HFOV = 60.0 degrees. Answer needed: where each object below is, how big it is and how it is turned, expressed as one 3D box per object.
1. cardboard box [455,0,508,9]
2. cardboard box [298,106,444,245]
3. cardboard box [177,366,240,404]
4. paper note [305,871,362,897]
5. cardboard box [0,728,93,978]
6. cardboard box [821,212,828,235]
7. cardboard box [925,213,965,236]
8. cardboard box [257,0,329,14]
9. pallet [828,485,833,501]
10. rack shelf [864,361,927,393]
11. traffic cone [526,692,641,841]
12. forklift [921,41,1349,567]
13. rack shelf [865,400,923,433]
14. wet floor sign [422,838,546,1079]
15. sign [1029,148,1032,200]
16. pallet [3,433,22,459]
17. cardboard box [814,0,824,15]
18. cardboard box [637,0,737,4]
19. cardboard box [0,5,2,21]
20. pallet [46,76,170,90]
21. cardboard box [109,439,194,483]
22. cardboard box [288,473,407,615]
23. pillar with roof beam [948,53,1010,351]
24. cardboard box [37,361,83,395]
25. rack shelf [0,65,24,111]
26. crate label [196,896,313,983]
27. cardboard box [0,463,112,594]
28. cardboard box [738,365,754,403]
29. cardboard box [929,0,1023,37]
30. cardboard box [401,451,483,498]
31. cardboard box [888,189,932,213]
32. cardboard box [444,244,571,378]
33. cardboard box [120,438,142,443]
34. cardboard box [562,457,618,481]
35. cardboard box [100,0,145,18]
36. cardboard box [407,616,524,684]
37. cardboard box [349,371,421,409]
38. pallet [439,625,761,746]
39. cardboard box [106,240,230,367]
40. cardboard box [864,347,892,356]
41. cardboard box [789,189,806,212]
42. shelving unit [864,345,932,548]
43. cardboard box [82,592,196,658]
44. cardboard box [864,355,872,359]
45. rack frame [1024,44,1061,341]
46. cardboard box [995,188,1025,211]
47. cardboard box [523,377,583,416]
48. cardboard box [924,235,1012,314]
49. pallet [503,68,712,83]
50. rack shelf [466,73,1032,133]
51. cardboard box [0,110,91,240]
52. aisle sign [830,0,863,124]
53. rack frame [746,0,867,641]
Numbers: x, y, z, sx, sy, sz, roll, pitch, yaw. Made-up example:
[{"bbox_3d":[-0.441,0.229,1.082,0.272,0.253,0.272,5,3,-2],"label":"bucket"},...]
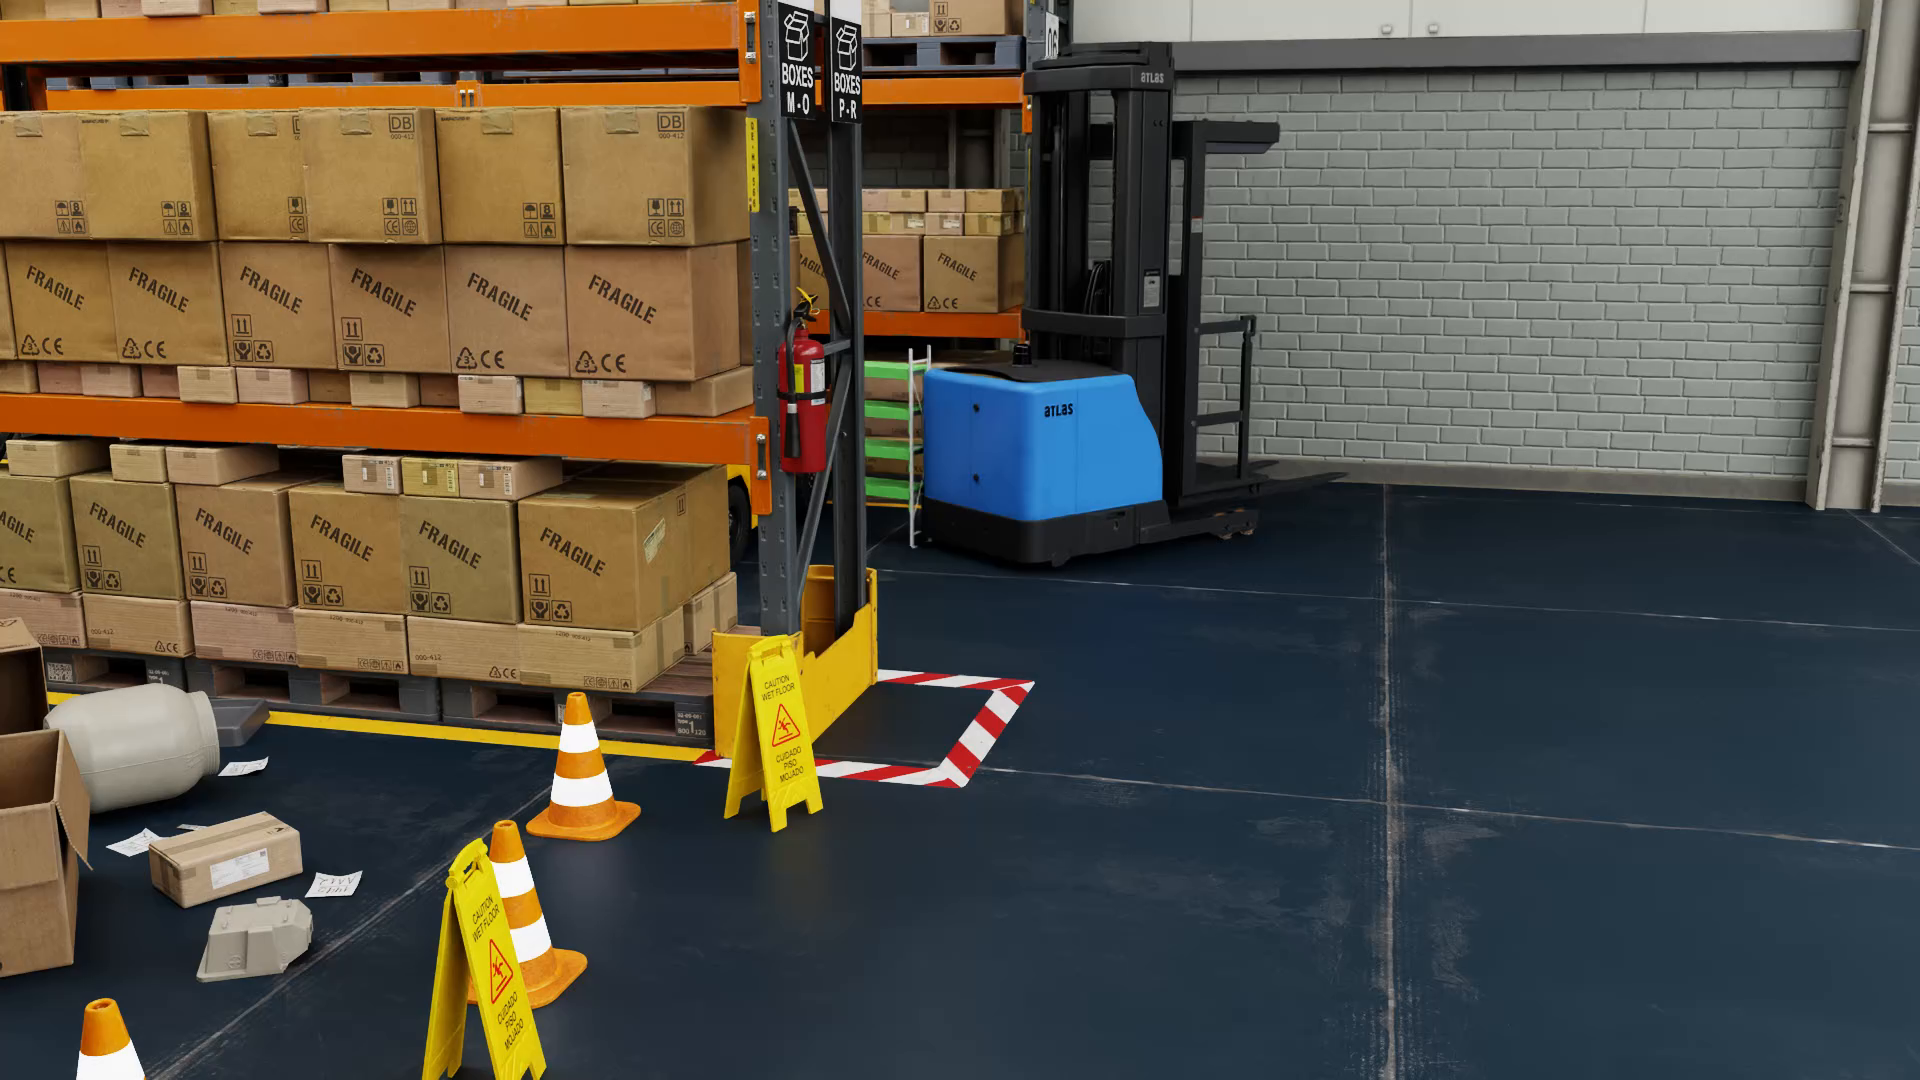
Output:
[{"bbox_3d":[-1.729,-2.088,6.372,0.250,0.149,0.380,3,13,14],"label":"cardboard box"},{"bbox_3d":[-2.144,-1.427,6.516,0.500,0.500,0.700,3,13,13],"label":"cardboard box"},{"bbox_3d":[-3.001,-0.665,6.885,0.250,0.149,0.380,3,13,14],"label":"cardboard box"},{"bbox_3d":[-1.981,1.087,5.264,0.142,0.019,0.148,-1,13,-6],"label":"paper note"},{"bbox_3d":[-2.898,0.928,4.890,0.637,0.503,0.797,-6,14,-25],"label":"cardboard box"},{"bbox_3d":[-0.805,-2.153,11.285,0.250,0.149,0.380,3,13,12],"label":"cardboard box"},{"bbox_3d":[-0.060,-2.108,11.080,0.250,0.149,0.380,3,13,14],"label":"cardboard box"},{"bbox_3d":[-2.502,-2.104,6.446,0.250,0.149,0.380,3,13,13],"label":"cardboard box"},{"bbox_3d":[-1.334,-0.509,12.042,1.213,0.211,1.003,3,13,14],"label":"pallet"},{"bbox_3d":[-0.451,-0.989,10.002,0.480,0.148,0.258,7,14,28],"label":"rack shelf"},{"bbox_3d":[-1.313,0.755,5.761,0.334,0.463,0.336,3,13,14],"label":"traffic cone"},{"bbox_3d":[1.235,-1.513,10.286,3.031,2.935,1.130,-10,16,-37],"label":"forklift"},{"bbox_3d":[-0.451,-0.755,10.054,0.480,0.148,0.258,7,14,28],"label":"rack shelf"},{"bbox_3d":[-1.172,1.049,4.017,0.232,0.644,0.267,1,13,4],"label":"wet floor sign"},{"bbox_3d":[0.456,-2.344,10.651,0.005,0.325,0.100,3,13,14],"label":"sign"},{"bbox_3d":[-7.884,-0.877,13.697,1.213,0.211,1.003,3,13,14],"label":"pallet"},{"bbox_3d":[-0.859,-3.589,11.128,0.500,0.500,0.700,3,13,14],"label":"cardboard box"},{"bbox_3d":[-1.000,-2.033,6.129,0.250,0.149,0.380,3,13,14],"label":"cardboard box"},{"bbox_3d":[-3.986,-2.188,6.824,0.250,0.149,0.380,3,13,14],"label":"cardboard box"},{"bbox_3d":[-6.487,-3.547,12.806,1.003,0.211,1.213,4,13,16],"label":"pallet"},{"bbox_3d":[-3.355,-0.352,7.046,0.250,0.149,0.380,4,13,16],"label":"cardboard box"},{"bbox_3d":[-2.422,-0.002,6.963,0.500,0.500,0.500,3,13,12],"label":"cardboard box"},{"bbox_3d":[-0.892,-4.025,7.600,0.400,9.000,9.100,3,13,14],"label":"pillar with roof beam"},{"bbox_3d":[-3.718,-0.724,7.150,0.250,0.149,0.380,3,13,13],"label":"cardboard box"},{"bbox_3d":[-6.412,-2.157,7.764,4.000,0.370,1.077,3,13,14],"label":"rack shelf"},{"bbox_3d":[-2.027,1.138,4.789,0.298,0.136,0.250,-4,13,-16],"label":"crate label"},{"bbox_3d":[-3.962,-0.081,7.321,0.500,0.500,0.500,4,13,16],"label":"cardboard box"},{"bbox_3d":[-0.867,-0.671,6.911,0.250,0.149,0.380,3,13,14],"label":"cardboard box"},{"bbox_3d":[0.111,-3.515,10.794,0.500,0.500,0.500,3,13,15],"label":"cardboard box"},{"bbox_3d":[-2.042,-0.283,6.733,0.250,0.149,0.380,3,13,14],"label":"cardboard box"},{"bbox_3d":[-0.306,-2.275,11.148,0.250,0.149,0.380,3,13,15],"label":"cardboard box"},{"bbox_3d":[-1.664,-0.923,6.552,0.500,0.500,0.500,3,13,14],"label":"cardboard box"},{"bbox_3d":[-3.831,-0.194,7.831,0.500,0.500,0.500,3,13,13],"label":"cardboard box"},{"bbox_3d":[-1.835,-0.088,7.353,0.500,0.500,0.500,3,13,11],"label":"cardboard box"},{"bbox_3d":[-3.228,-2.161,6.704,0.250,0.149,0.380,3,13,12],"label":"cardboard box"},{"bbox_3d":[-1.937,0.391,6.923,0.500,0.250,0.500,3,13,14],"label":"cardboard box"},{"bbox_3d":[-2.259,-0.635,6.753,0.250,0.149,0.380,3,13,13],"label":"cardboard box"},{"bbox_3d":[-1.440,0.576,7.151,1.213,0.211,1.003,3,13,14],"label":"pallet"},{"bbox_3d":[-3.132,-1.002,6.908,0.500,0.500,0.500,3,13,13],"label":"cardboard box"},{"bbox_3d":[-0.791,-1.245,11.990,0.500,0.250,0.500,3,13,13],"label":"cardboard box"},{"bbox_3d":[-1.062,-2.306,11.288,0.250,0.149,0.380,3,13,15],"label":"cardboard box"},{"bbox_3d":[-0.451,-0.583,10.092,0.503,1.200,0.258,7,14,28],"label":"shelving unit"},{"bbox_3d":[-3.441,0.310,7.288,0.500,0.250,0.500,4,13,17],"label":"cardboard box"},{"bbox_3d":[-0.912,-1.134,11.492,0.500,0.250,0.500,3,13,14],"label":"cardboard box"},{"bbox_3d":[0.599,-1.776,11.313,0.127,3.000,1.000,3,13,14],"label":"rack frame"},{"bbox_3d":[0.324,-2.349,11.481,0.250,0.149,0.380,3,13,12],"label":"cardboard box"},{"bbox_3d":[-1.517,-0.591,6.554,0.250,0.149,0.380,3,13,13],"label":"cardboard box"},{"bbox_3d":[0.059,-1.795,11.169,0.500,0.500,0.500,3,13,12],"label":"cardboard box"},{"bbox_3d":[-2.450,-3.366,11.759,1.213,0.211,1.003,3,13,14],"label":"pallet"},{"bbox_3d":[-1.342,-2.993,11.534,4.000,0.370,1.077,3,13,14],"label":"rack shelf"},{"bbox_3d":[-3.604,-1.522,6.944,0.500,0.500,0.700,3,13,14],"label":"cardboard box"},{"bbox_3d":[-0.452,-2.063,6.606,0.004,0.787,0.394,3,13,14],"label":"aisle sign"},{"bbox_3d":[-0.586,-0.732,6.608,0.127,3.000,1.000,3,13,14],"label":"rack frame"}]
